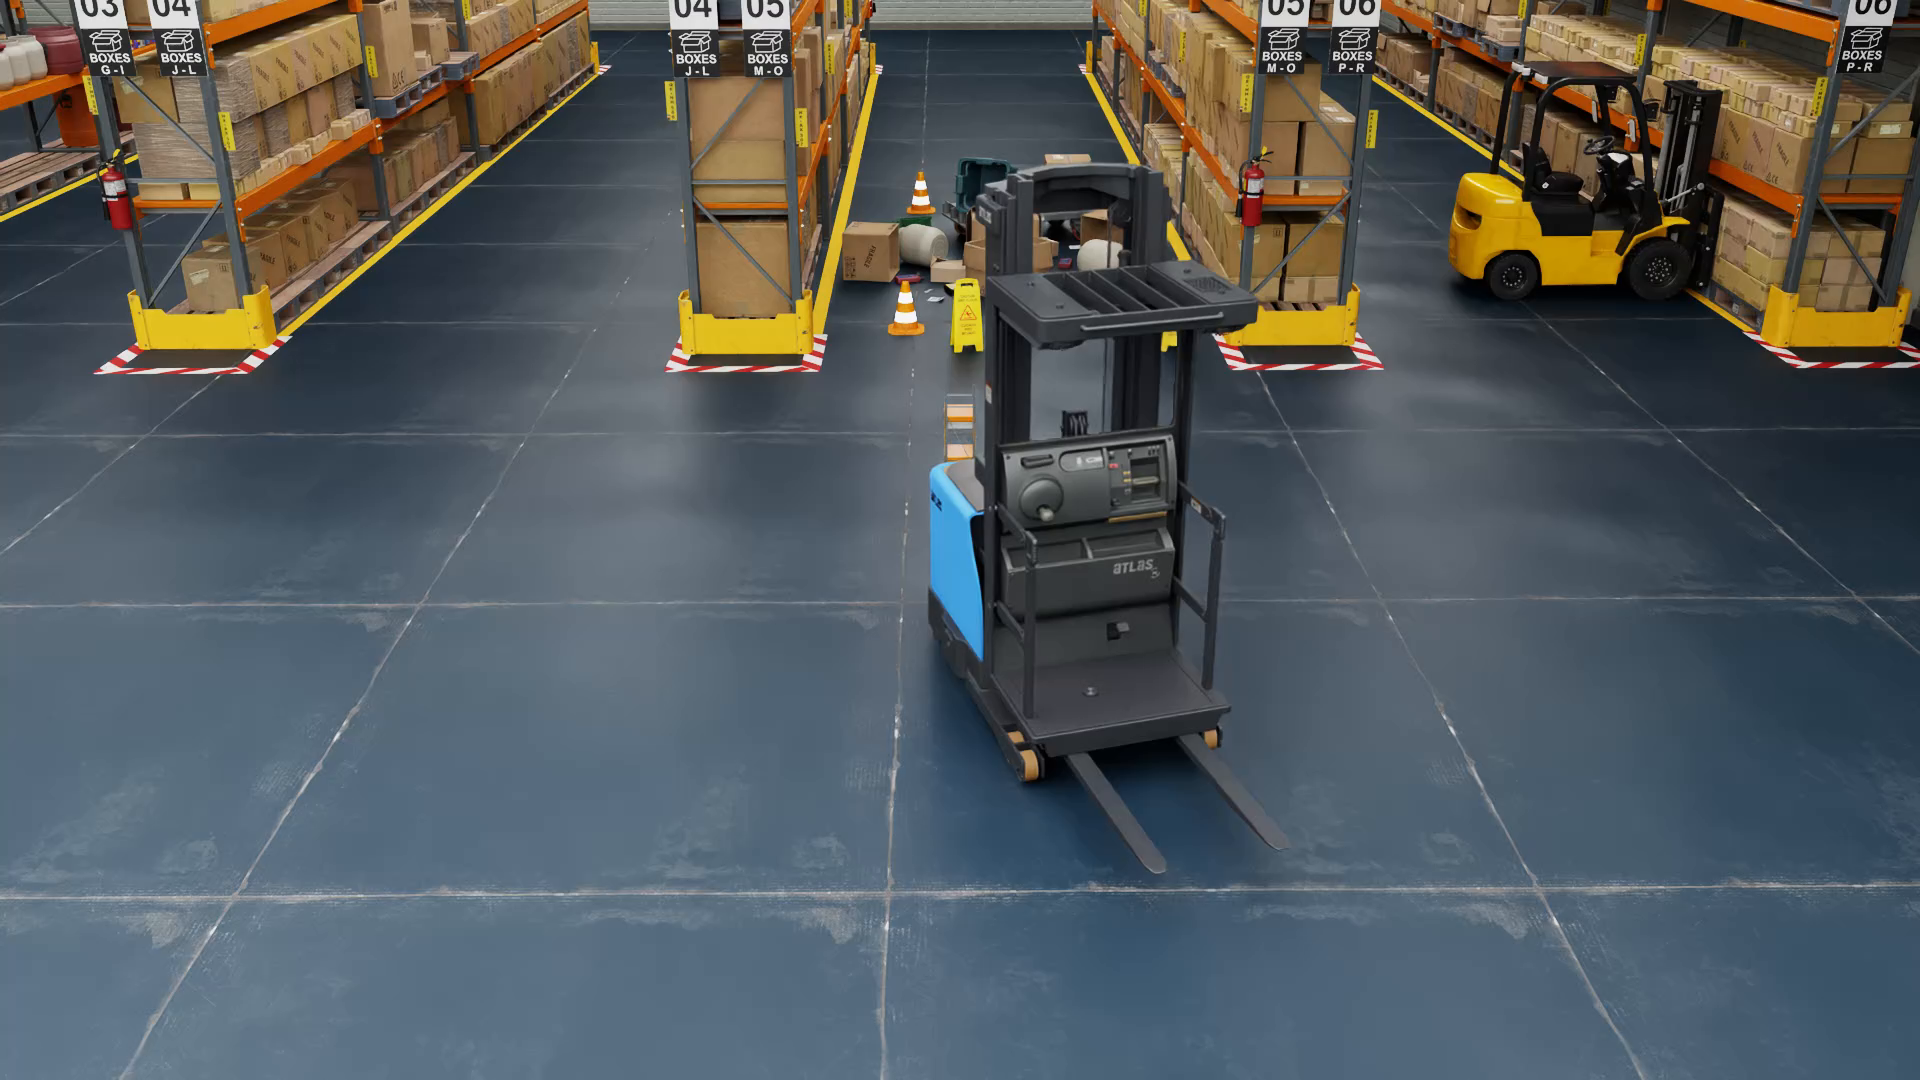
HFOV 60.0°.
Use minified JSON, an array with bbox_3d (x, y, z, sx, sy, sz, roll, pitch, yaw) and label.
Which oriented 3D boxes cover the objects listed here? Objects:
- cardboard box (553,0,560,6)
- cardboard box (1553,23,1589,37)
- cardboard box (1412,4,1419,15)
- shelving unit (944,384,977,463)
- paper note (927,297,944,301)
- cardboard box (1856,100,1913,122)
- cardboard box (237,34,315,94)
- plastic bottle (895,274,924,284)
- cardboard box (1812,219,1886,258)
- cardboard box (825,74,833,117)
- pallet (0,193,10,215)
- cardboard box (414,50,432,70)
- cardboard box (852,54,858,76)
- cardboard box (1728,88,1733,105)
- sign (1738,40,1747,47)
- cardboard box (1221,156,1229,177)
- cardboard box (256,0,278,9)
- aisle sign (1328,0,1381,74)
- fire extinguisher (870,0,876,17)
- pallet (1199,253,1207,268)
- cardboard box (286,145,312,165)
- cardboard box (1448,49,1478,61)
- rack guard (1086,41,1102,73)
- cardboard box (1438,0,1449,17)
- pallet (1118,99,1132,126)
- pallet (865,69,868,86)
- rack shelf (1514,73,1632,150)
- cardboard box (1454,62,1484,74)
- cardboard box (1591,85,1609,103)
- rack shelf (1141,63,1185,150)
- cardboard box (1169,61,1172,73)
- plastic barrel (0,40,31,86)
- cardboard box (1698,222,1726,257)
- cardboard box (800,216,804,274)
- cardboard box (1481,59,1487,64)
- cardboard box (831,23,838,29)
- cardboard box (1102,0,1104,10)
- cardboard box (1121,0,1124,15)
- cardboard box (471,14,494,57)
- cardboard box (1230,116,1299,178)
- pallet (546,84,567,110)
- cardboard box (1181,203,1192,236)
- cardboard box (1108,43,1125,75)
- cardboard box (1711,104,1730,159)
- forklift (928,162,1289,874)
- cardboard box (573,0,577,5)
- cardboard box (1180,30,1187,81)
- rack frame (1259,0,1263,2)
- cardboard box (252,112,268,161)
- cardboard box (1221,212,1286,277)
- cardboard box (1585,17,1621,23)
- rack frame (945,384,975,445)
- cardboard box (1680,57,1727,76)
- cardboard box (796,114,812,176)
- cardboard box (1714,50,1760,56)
[{"bbox_3d":[-6.766,-8.760,26.799,0.500,0.250,0.500,0,24,1],"label":"cardboard box"},{"bbox_3d":[7.663,-6.385,20.818,0.380,0.149,0.250,0,24,0],"label":"cardboard box"},{"bbox_3d":[7.548,-8.591,26.910,0.380,0.149,0.250,-1,24,-1],"label":"cardboard box"},{"bbox_3d":[-0.001,-0.500,11.082,0.215,1.050,0.252,0,24,-1],"label":"shelving unit"},{"bbox_3d":[-0.238,-2.398,16.518,0.144,0.017,0.142,8,26,18],"label":"paper note"},{"bbox_3d":[8.203,-3.819,14.785,0.380,0.149,0.250,-1,24,-2],"label":"cardboard box"},{"bbox_3d":[-6.630,-4.617,16.123,0.500,0.500,0.500,0,24,-1],"label":"cardboard box"},{"bbox_3d":[-0.520,-2.689,17.122,0.283,0.061,0.133,-9,26,-19],"label":"plastic bottle"},{"bbox_3d":[8.177,-2.796,15.406,0.500,0.250,0.500,-1,24,-1],"label":"cardboard box"},{"bbox_3d":[-1.699,-5.027,18.604,0.500,0.500,0.500,0,24,0],"label":"cardboard box"},{"bbox_3d":[-11.923,-3.813,19.426,1.003,0.211,1.213,0,24,-1],"label":"pallet"},{"bbox_3d":[-6.679,-5.875,20.254,0.396,0.266,0.258,-1,24,-2],"label":"cardboard box"},{"bbox_3d":[-1.789,-7.148,25.029,0.500,0.250,0.500,-1,24,-2],"label":"cardboard box"},{"bbox_3d":[7.758,-4.317,16.248,0.380,0.149,0.250,0,24,-1],"label":"cardboard box"},{"bbox_3d":[8.504,-5.285,18.149,0.100,0.325,0.005,0,24,-1],"label":"sign"},{"bbox_3d":[2.684,-3.533,15.727,0.380,0.149,0.250,0,24,0],"label":"cardboard box"},{"bbox_3d":[-6.640,-5.049,15.316,0.500,0.250,0.500,0,24,-1],"label":"cardboard box"},{"bbox_3d":[3.340,-4.339,14.050,0.394,0.787,0.004,0,24,-1],"label":"aisle sign"},{"bbox_3d":[-1.635,-9.609,29.402,0.296,0.674,0.183,0,24,-1],"label":"fire extinguisher"},{"bbox_3d":[3.045,-2.776,17.132,1.003,0.211,1.213,0,24,-1],"label":"pallet"},{"bbox_3d":[-6.564,-3.757,16.222,0.380,0.149,0.250,0,24,-1],"label":"cardboard box"},{"bbox_3d":[7.651,-7.375,25.293,0.380,0.149,0.250,-1,24,-3],"label":"cardboard box"},{"bbox_3d":[2.855,-8.643,29.754,1.175,0.500,0.348,0,24,-1],"label":"rack guard"},{"bbox_3d":[7.644,-8.184,25.075,0.700,0.500,0.500,0,24,1],"label":"cardboard box"},{"bbox_3d":[2.982,-6.536,25.445,1.003,0.211,1.213,0,24,-1],"label":"pallet"},{"bbox_3d":[-2.119,-8.071,28.840,1.003,0.211,1.213,0,24,-1],"label":"pallet"},{"bbox_3d":[7.928,-5.348,20.307,1.077,0.370,4.000,0,24,-1],"label":"rack shelf"},{"bbox_3d":[7.695,-7.127,25.105,0.380,0.149,0.250,-1,24,-3],"label":"cardboard box"},{"bbox_3d":[7.671,-5.197,19.282,0.500,0.250,0.500,0,24,-1],"label":"cardboard box"},{"bbox_3d":[2.964,-5.324,20.254,1.077,0.370,4.000,0,24,-1],"label":"rack shelf"},{"bbox_3d":[2.729,-5.752,20.122,0.380,0.149,0.250,1,24,1],"label":"cardboard box"},{"bbox_3d":[-11.690,-5.863,20.438,0.421,0.512,0.421,0,24,0],"label":"plastic barrel"},{"bbox_3d":[7.654,-2.988,16.437,0.500,0.250,0.500,-1,24,-2],"label":"cardboard box"},{"bbox_3d":[-2.004,-2.980,16.268,0.875,0.875,0.875,-1,24,-1],"label":"cardboard box"},{"bbox_3d":[8.163,-7.237,25.348,0.380,0.149,0.250,0,24,-1],"label":"cardboard box"},{"bbox_3d":[-1.811,-6.824,22.133,0.380,0.149,0.250,1,24,2],"label":"cardboard box"},{"bbox_3d":[2.616,-8.994,27.375,0.500,0.500,0.500,1,24,1],"label":"cardboard box"},{"bbox_3d":[2.655,-7.886,24.622,0.500,0.250,0.500,0,24,0],"label":"cardboard box"},{"bbox_3d":[-6.708,-6.891,22.724,0.500,0.500,0.500,-1,24,-2],"label":"cardboard box"},{"bbox_3d":[2.748,-3.583,15.049,0.500,0.500,0.500,-1,24,-1],"label":"cardboard box"},{"bbox_3d":[-6.941,-7.122,26.742,1.003,0.211,1.213,0,24,-1],"label":"pallet"},{"bbox_3d":[2.722,-3.522,18.223,0.500,0.250,0.500,-1,24,-3],"label":"cardboard box"},{"bbox_3d":[2.981,-8.148,28.224,0.875,0.438,0.875,0,24,1],"label":"cardboard box"},{"bbox_3d":[7.706,-4.082,16.515,0.500,0.500,0.500,0,24,0],"label":"cardboard box"},{"bbox_3d":[0.735,-0.280,8.313,1.130,2.935,3.031,-7,25,-16],"label":"forklift"},{"bbox_3d":[-6.713,-9.154,28.155,0.380,0.149,0.250,0,24,0],"label":"cardboard box"},{"bbox_3d":[2.751,-5.389,18.534,0.500,0.500,0.500,-1,24,-2],"label":"cardboard box"},{"bbox_3d":[3.030,-5.913,13.403,1.000,3.000,0.127,0,24,-1],"label":"rack frame"},{"bbox_3d":[-6.984,-3.748,15.415,0.875,0.500,0.500,0,24,-1],"label":"cardboard box"},{"bbox_3d":[2.760,-2.788,15.692,0.500,0.500,0.500,0,24,0],"label":"cardboard box"},{"bbox_3d":[8.226,-6.600,21.295,0.380,0.149,0.250,0,24,1],"label":"cardboard box"},{"bbox_3d":[-0.002,-0.551,11.194,0.200,1.050,0.008,0,24,-1],"label":"rack frame"},{"bbox_3d":[7.661,-4.876,17.122,0.380,0.149,0.250,0,24,1],"label":"cardboard box"},{"bbox_3d":[-1.877,-3.794,15.817,0.875,0.550,0.550,0,24,-1],"label":"cardboard box"},{"bbox_3d":[8.216,-5.094,17.604,0.380,0.149,0.250,-1,24,-2],"label":"cardboard box"}]
